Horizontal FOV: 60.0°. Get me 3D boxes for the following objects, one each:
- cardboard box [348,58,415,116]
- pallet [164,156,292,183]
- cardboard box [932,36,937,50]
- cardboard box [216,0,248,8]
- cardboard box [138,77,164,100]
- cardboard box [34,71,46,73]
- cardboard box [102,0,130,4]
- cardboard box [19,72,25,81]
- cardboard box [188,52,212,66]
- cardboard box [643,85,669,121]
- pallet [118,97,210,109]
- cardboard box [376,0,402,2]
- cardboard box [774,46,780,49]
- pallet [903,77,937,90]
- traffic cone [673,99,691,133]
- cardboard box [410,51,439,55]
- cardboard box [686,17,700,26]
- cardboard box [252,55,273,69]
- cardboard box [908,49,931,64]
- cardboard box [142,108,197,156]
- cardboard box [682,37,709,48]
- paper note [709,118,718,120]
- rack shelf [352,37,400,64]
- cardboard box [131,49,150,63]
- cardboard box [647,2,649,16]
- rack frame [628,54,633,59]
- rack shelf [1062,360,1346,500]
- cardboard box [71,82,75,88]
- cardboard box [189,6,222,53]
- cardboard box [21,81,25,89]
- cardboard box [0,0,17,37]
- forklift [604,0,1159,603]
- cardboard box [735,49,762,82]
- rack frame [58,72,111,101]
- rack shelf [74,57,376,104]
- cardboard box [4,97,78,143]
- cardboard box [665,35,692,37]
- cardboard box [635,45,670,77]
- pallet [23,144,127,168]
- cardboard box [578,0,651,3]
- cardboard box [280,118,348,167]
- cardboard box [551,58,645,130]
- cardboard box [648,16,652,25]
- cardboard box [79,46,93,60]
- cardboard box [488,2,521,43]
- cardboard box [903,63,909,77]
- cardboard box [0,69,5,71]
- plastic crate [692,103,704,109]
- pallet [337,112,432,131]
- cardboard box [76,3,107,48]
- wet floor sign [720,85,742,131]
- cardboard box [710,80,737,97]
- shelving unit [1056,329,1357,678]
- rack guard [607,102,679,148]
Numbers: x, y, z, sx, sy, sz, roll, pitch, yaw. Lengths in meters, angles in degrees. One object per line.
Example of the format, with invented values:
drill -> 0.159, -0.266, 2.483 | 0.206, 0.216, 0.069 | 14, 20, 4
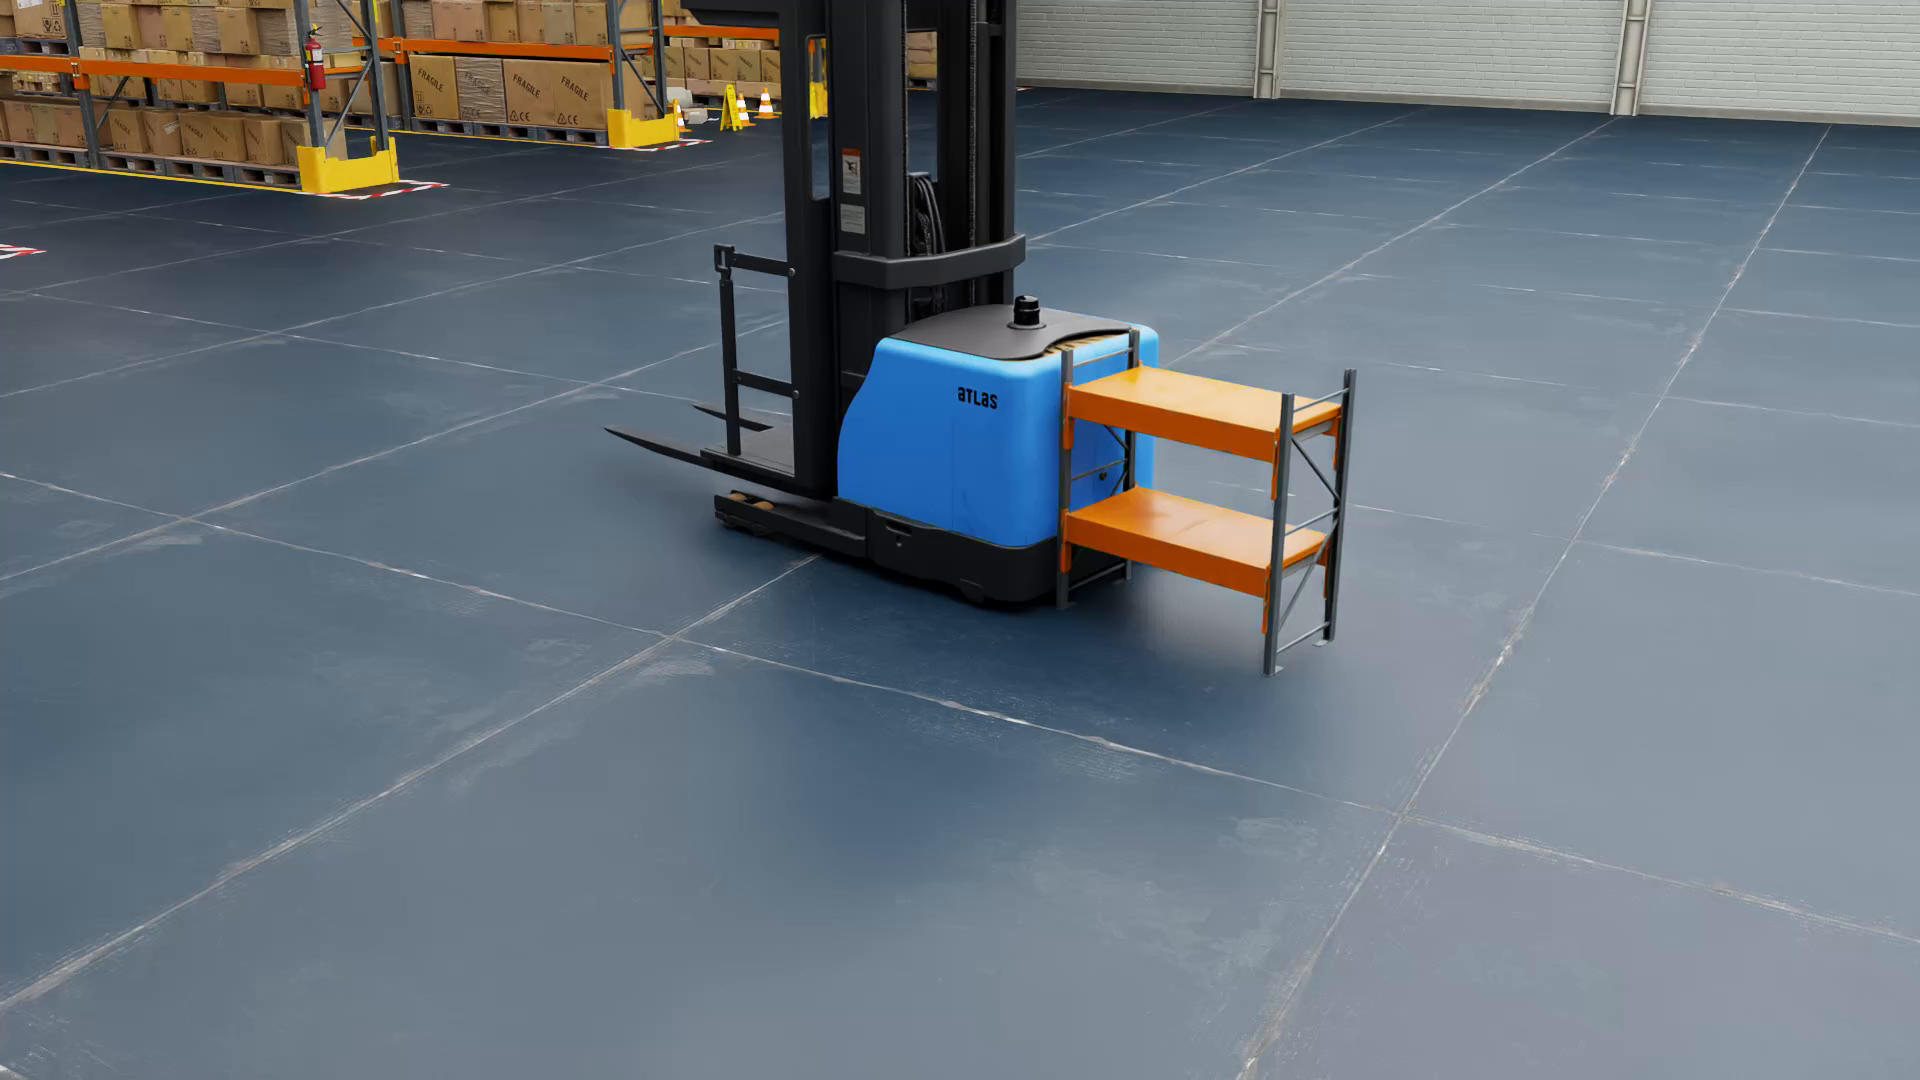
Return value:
cardboard box -> -8.452, -6.777, 24.834 | 0.750, 0.750, 1.050 | 11, 23, 27
pallet -> -8.701, -4.487, 19.925 | 1.213, 0.211, 1.003 | 11, 23, 27
cardboard box -> -0.185, -9.223, 30.843 | 0.500, 0.250, 0.500 | 12, 23, 29
cardboard box -> -7.922, -6.192, 18.488 | 0.500, 0.500, 0.500 | 11, 23, 27
cardboard box -> -12.982, -7.451, 27.057 | 0.500, 0.500, 0.500 | 10, 22, 25
cardboard box -> -15.531, -8.041, 28.326 | 0.250, 0.149, 0.380 | 11, 23, 28
cardboard box -> -9.668, -6.525, 19.405 | 0.500, 0.500, 0.500 | 11, 23, 27
cardboard box -> -15.937, -7.998, 28.643 | 0.250, 0.149, 0.380 | 11, 23, 28
cardboard box -> -8.592, -5.522, 19.058 | 0.250, 0.149, 0.380 | 11, 23, 27
cardboard box -> -4.817, -6.751, 25.739 | 0.637, 0.503, 0.797 | -4, 20, -10
pallet -> -13.101, -7.249, 27.540 | 1.213, 0.211, 1.003 | 11, 23, 27
cardboard box -> -8.303, -8.159, 24.346 | 0.500, 0.500, 0.700 | 10, 22, 26
cardboard box -> -3.098, -7.950, 27.698 | 0.500, 0.500, 0.500 | 10, 22, 25
pallet -> -0.319, -8.669, 31.453 | 1.213, 0.211, 1.003 | 11, 23, 27
traffic cone -> -4.146, -6.214, 24.318 | 0.334, 0.463, 0.336 | 11, 23, 27
cardboard box -> -9.595, -9.055, 30.929 | 0.875, 0.875, 0.875 | 11, 22, 27
cardboard box -> -4.310, -8.570, 27.461 | 0.250, 0.149, 0.380 | 11, 23, 28
cardboard box -> -7.692, -5.372, 18.644 | 0.250, 0.149, 0.380 | 11, 23, 27
cardboard box -> -0.641, -9.079, 31.178 | 0.500, 0.250, 0.500 | 11, 22, 27
cardboard box -> -9.540, -4.952, 20.169 | 0.500, 0.500, 0.500 | -17, 26, -39
cardboard box -> -4.391, -8.268, 27.625 | 0.250, 0.149, 0.380 | 12, 23, 30
paper note -> -3.845, -6.555, 25.892 | 0.142, 0.019, 0.148 | 3, 20, 9
rack shelf -> -9.613, -7.556, 25.350 | 4.000, 0.370, 1.077 | 11, 23, 27
cardboard box -> -9.468, -5.687, 19.512 | 0.250, 0.149, 0.380 | 11, 23, 27
cardboard box -> -5.292, -9.082, 27.921 | 0.500, 0.500, 0.500 | 11, 23, 27
rack frame -> -6.615, -11.195, 34.329 | 0.127, 3.000, 1.000 | 11, 23, 27
rack shelf -> 0.964, -0.455, 6.610 | 1.000, 0.278, 0.538 | 17, 26, 39
cardboard box -> -15.244, -7.949, 28.946 | 0.250, 0.149, 0.380 | 12, 23, 29
cardboard box -> -8.259, -5.866, 19.055 | 0.500, 0.500, 0.875 | 11, 23, 27
cardboard box -> -15.978, -7.885, 28.770 | 0.250, 0.149, 0.380 | 10, 22, 26
cardboard box -> -11.932, -6.608, 20.916 | 0.637, 0.503, 0.797 | 13, 24, 33
forklift -> -0.549, -1.512, 7.736 | 3.031, 2.935, 1.130 | 17, 26, 39
cardboard box -> -3.332, -7.785, 27.245 | 0.500, 0.500, 0.500 | 12, 23, 29
rack frame -> -14.851, -8.892, 27.978 | 0.127, 3.000, 1.000 | 11, 23, 27
rack shelf -> -8.628, -5.431, 19.492 | 4.000, 0.370, 1.077 | 11, 23, 27
cardboard box -> -11.795, -5.419, 21.427 | 0.500, 0.500, 0.700 | 9, 22, 23
cardboard box -> -5.503, -10.062, 34.072 | 0.625, 0.625, 0.875 | 12, 23, 29
cardboard box -> -5.157, -8.130, 28.197 | 0.500, 0.500, 0.500 | 12, 23, 30
pallet -> -11.054, -4.920, 21.118 | 1.213, 0.211, 1.003 | 11, 23, 27
cardboard box -> -4.679, -7.547, 22.469 | 0.550, 0.550, 0.875 | 11, 23, 27
cardboard box -> -7.419, -4.567, 19.107 | 0.500, 0.500, 0.500 | 16, 25, 37
cardboard box -> -4.999, -6.188, 23.024 | 0.875, 0.875, 0.875 | 11, 23, 28
cardboard box -> -5.176, -8.759, 27.982 | 0.250, 0.149, 0.380 | 12, 23, 29
cardboard box -> -10.333, -5.858, 19.984 | 0.250, 0.149, 0.380 | 11, 23, 27
cardboard box -> -6.122, -7.306, 23.387 | 0.500, 0.550, 0.875 | 11, 23, 27
cardboard box -> -1.057, -8.925, 31.487 | 0.500, 0.250, 0.500 | 11, 23, 28
cardboard box -> -16.463, -8.205, 28.779 | 0.250, 0.149, 0.380 | 10, 22, 25
plastic crate -> -4.570, -7.174, 27.525 | 0.583, 0.080, 0.402 | 3, 20, 9
pallet -> -8.577, -6.356, 25.078 | 1.213, 0.211, 1.003 | 11, 23, 27
cardboard box -> -10.011, -6.195, 19.962 | 0.500, 0.500, 0.875 | 11, 23, 27
wet floor sign -> -3.384, -6.374, 24.490 | 0.232, 0.644, 0.267 | 7, 21, 18
cardboard box -> -3.793, -7.519, 27.612 | 0.500, 0.250, 0.500 | 10, 22, 25
shelving unit -> 0.964, -0.179, 6.710 | 1.048, 1.125, 0.538 | 17, 26, 39
rack guard -> -4.353, -5.717, 22.892 | 0.348, 0.500, 1.175 | 11, 23, 27
